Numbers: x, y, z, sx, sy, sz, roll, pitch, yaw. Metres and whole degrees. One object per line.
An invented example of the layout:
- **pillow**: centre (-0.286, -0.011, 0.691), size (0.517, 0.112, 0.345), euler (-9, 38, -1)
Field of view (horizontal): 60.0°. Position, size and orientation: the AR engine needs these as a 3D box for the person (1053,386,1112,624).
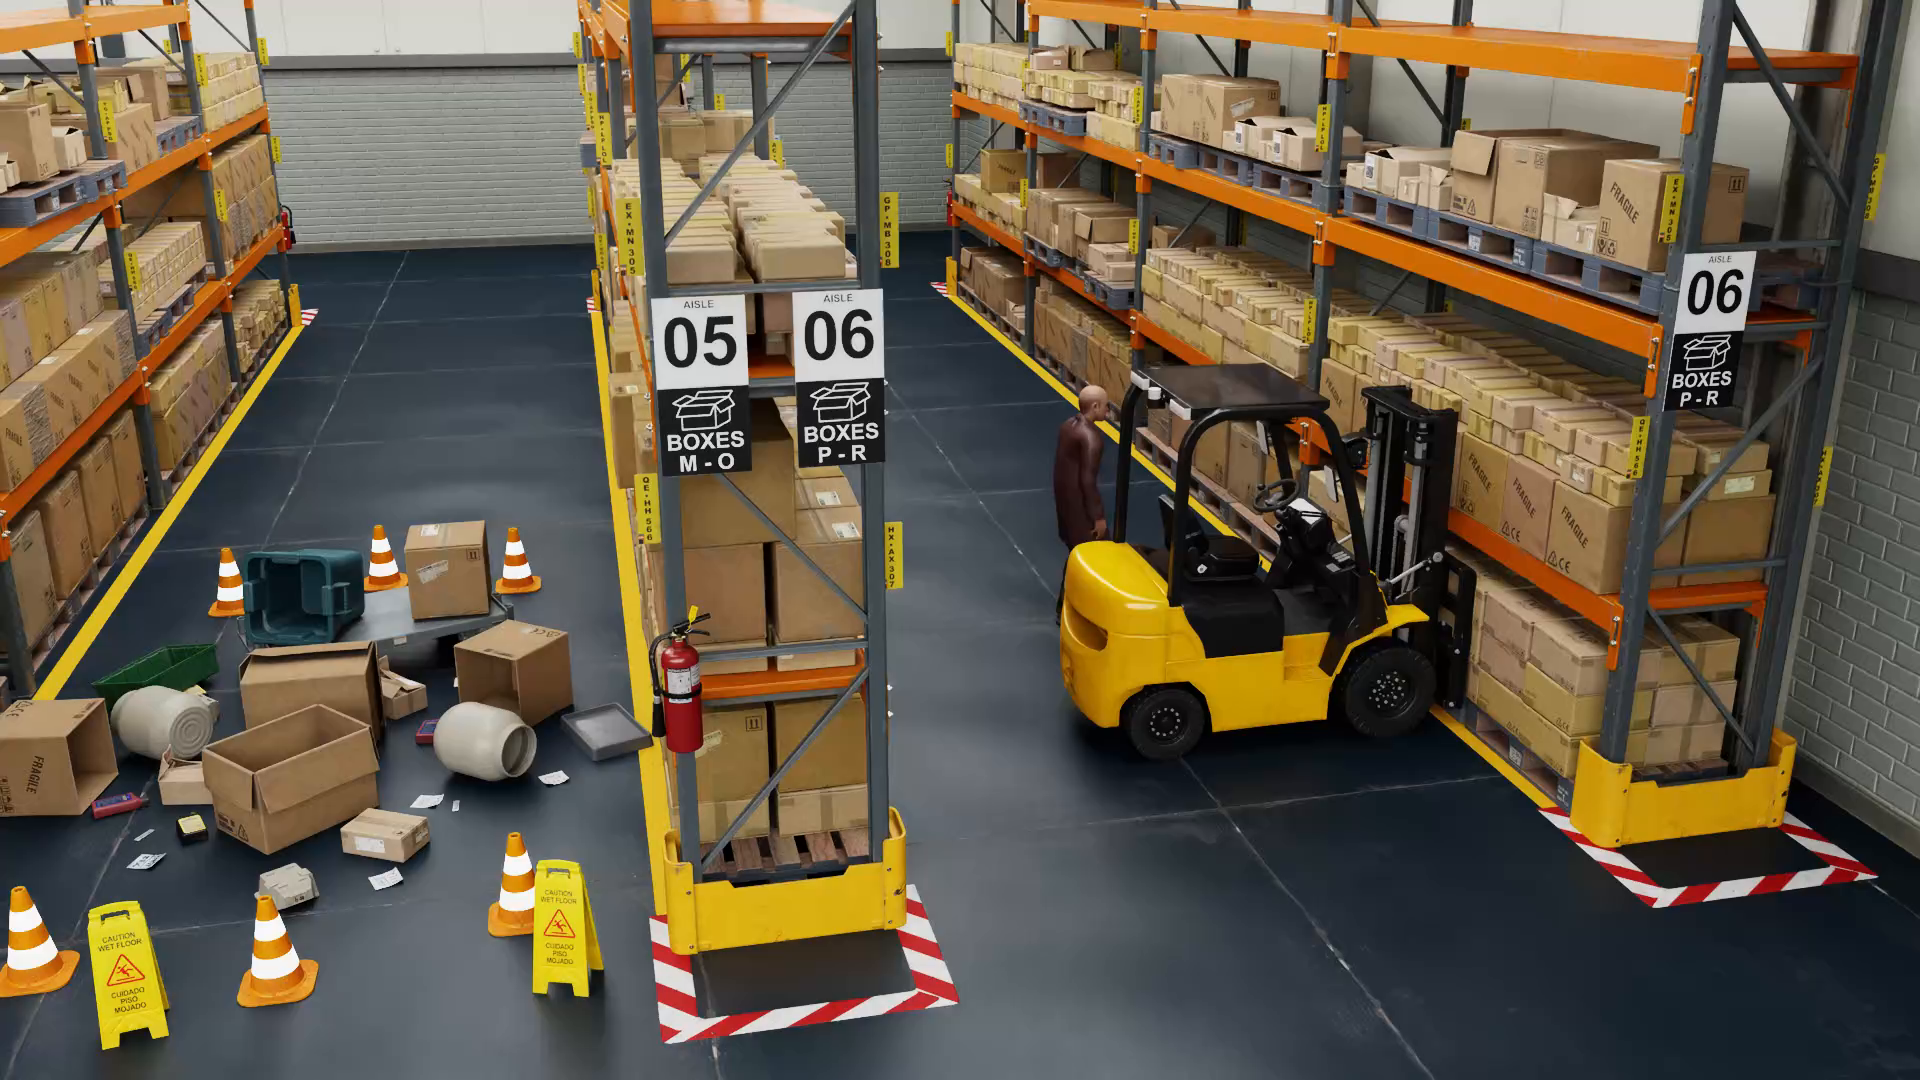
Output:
- **person**: centre (0.876, -0.214, 11.701), size (0.428, 1.773, 0.643), euler (-4, 20, -12)
